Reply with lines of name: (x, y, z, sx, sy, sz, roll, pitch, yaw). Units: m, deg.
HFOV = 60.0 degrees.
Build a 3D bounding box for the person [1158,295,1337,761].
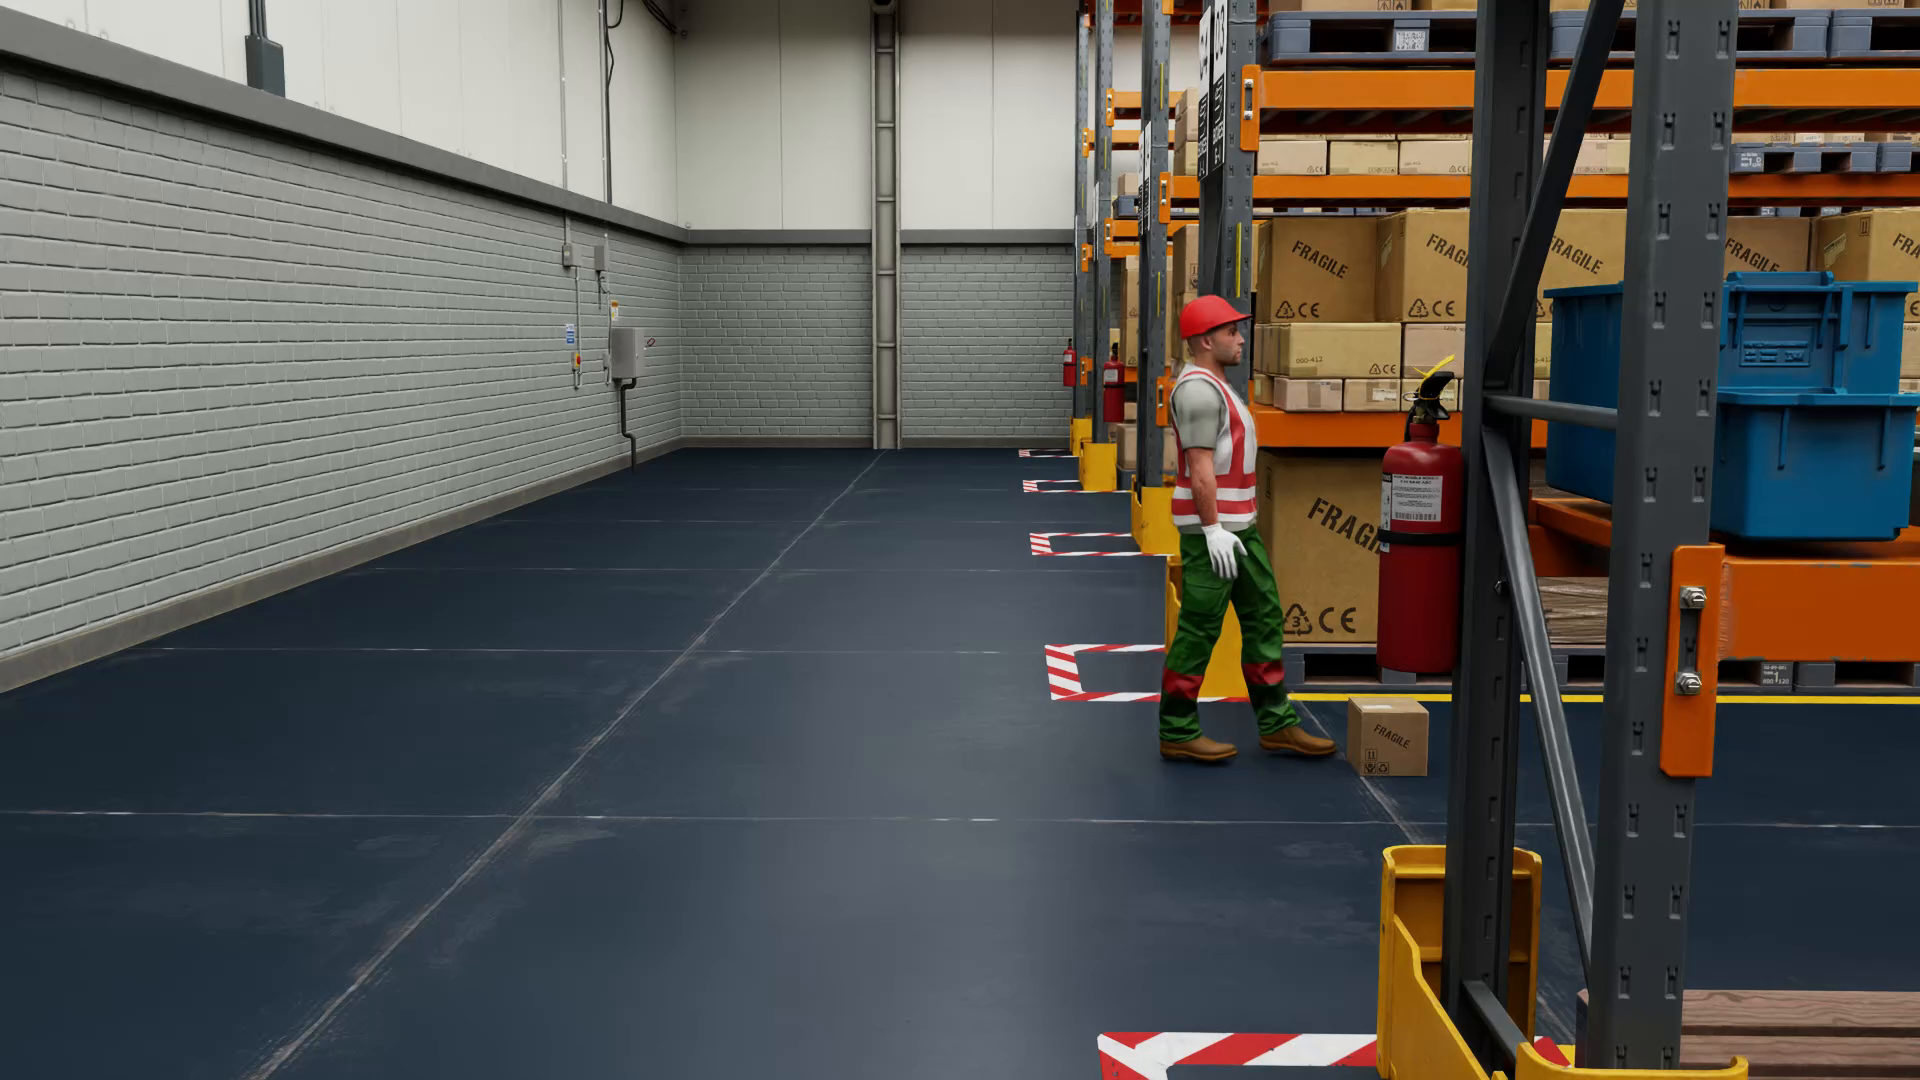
person: (1.107, -0.037, 6.347, 0.664, 1.781, 0.555, 2, 8, 19)
